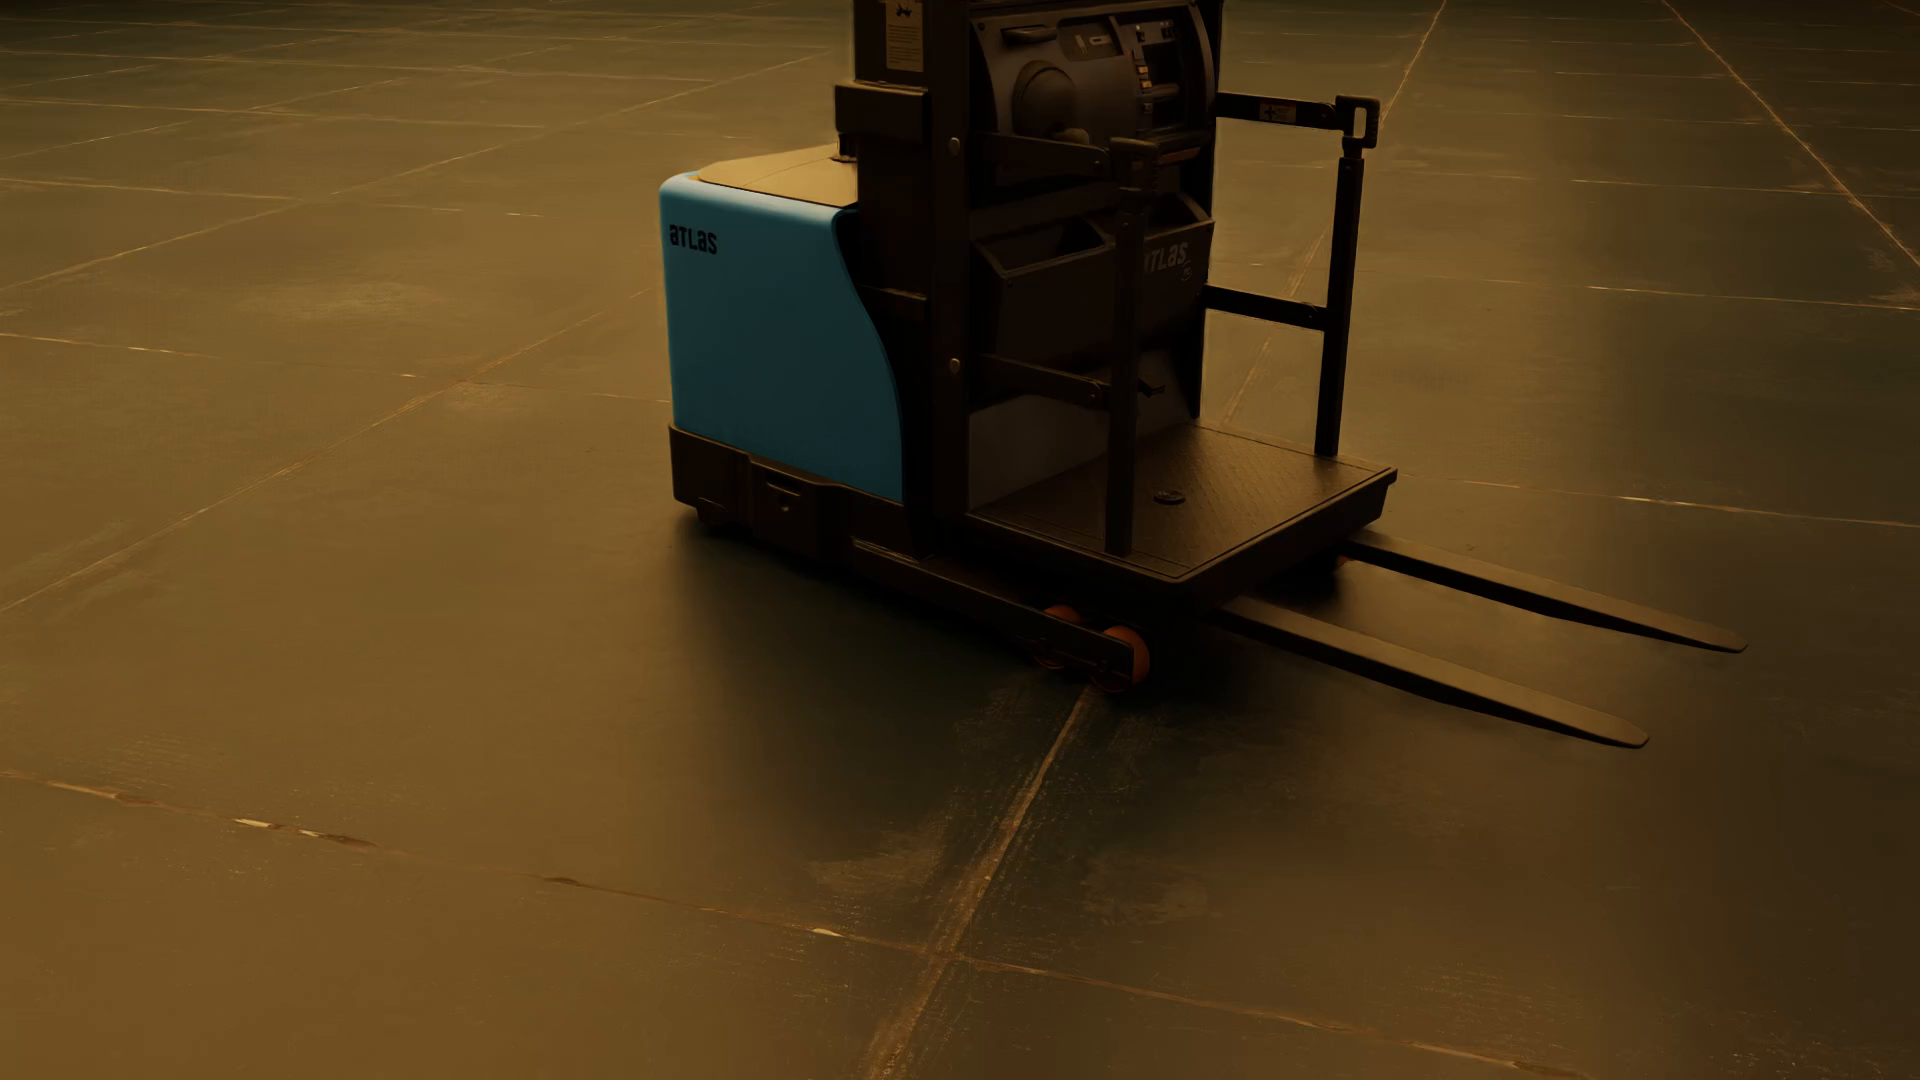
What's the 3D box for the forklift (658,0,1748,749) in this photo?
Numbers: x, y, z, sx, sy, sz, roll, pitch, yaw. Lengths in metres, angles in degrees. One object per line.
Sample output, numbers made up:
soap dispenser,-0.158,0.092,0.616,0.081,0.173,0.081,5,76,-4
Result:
forklift,0.521,-1.195,4.175,3.031,2.935,1.130,19,29,38
